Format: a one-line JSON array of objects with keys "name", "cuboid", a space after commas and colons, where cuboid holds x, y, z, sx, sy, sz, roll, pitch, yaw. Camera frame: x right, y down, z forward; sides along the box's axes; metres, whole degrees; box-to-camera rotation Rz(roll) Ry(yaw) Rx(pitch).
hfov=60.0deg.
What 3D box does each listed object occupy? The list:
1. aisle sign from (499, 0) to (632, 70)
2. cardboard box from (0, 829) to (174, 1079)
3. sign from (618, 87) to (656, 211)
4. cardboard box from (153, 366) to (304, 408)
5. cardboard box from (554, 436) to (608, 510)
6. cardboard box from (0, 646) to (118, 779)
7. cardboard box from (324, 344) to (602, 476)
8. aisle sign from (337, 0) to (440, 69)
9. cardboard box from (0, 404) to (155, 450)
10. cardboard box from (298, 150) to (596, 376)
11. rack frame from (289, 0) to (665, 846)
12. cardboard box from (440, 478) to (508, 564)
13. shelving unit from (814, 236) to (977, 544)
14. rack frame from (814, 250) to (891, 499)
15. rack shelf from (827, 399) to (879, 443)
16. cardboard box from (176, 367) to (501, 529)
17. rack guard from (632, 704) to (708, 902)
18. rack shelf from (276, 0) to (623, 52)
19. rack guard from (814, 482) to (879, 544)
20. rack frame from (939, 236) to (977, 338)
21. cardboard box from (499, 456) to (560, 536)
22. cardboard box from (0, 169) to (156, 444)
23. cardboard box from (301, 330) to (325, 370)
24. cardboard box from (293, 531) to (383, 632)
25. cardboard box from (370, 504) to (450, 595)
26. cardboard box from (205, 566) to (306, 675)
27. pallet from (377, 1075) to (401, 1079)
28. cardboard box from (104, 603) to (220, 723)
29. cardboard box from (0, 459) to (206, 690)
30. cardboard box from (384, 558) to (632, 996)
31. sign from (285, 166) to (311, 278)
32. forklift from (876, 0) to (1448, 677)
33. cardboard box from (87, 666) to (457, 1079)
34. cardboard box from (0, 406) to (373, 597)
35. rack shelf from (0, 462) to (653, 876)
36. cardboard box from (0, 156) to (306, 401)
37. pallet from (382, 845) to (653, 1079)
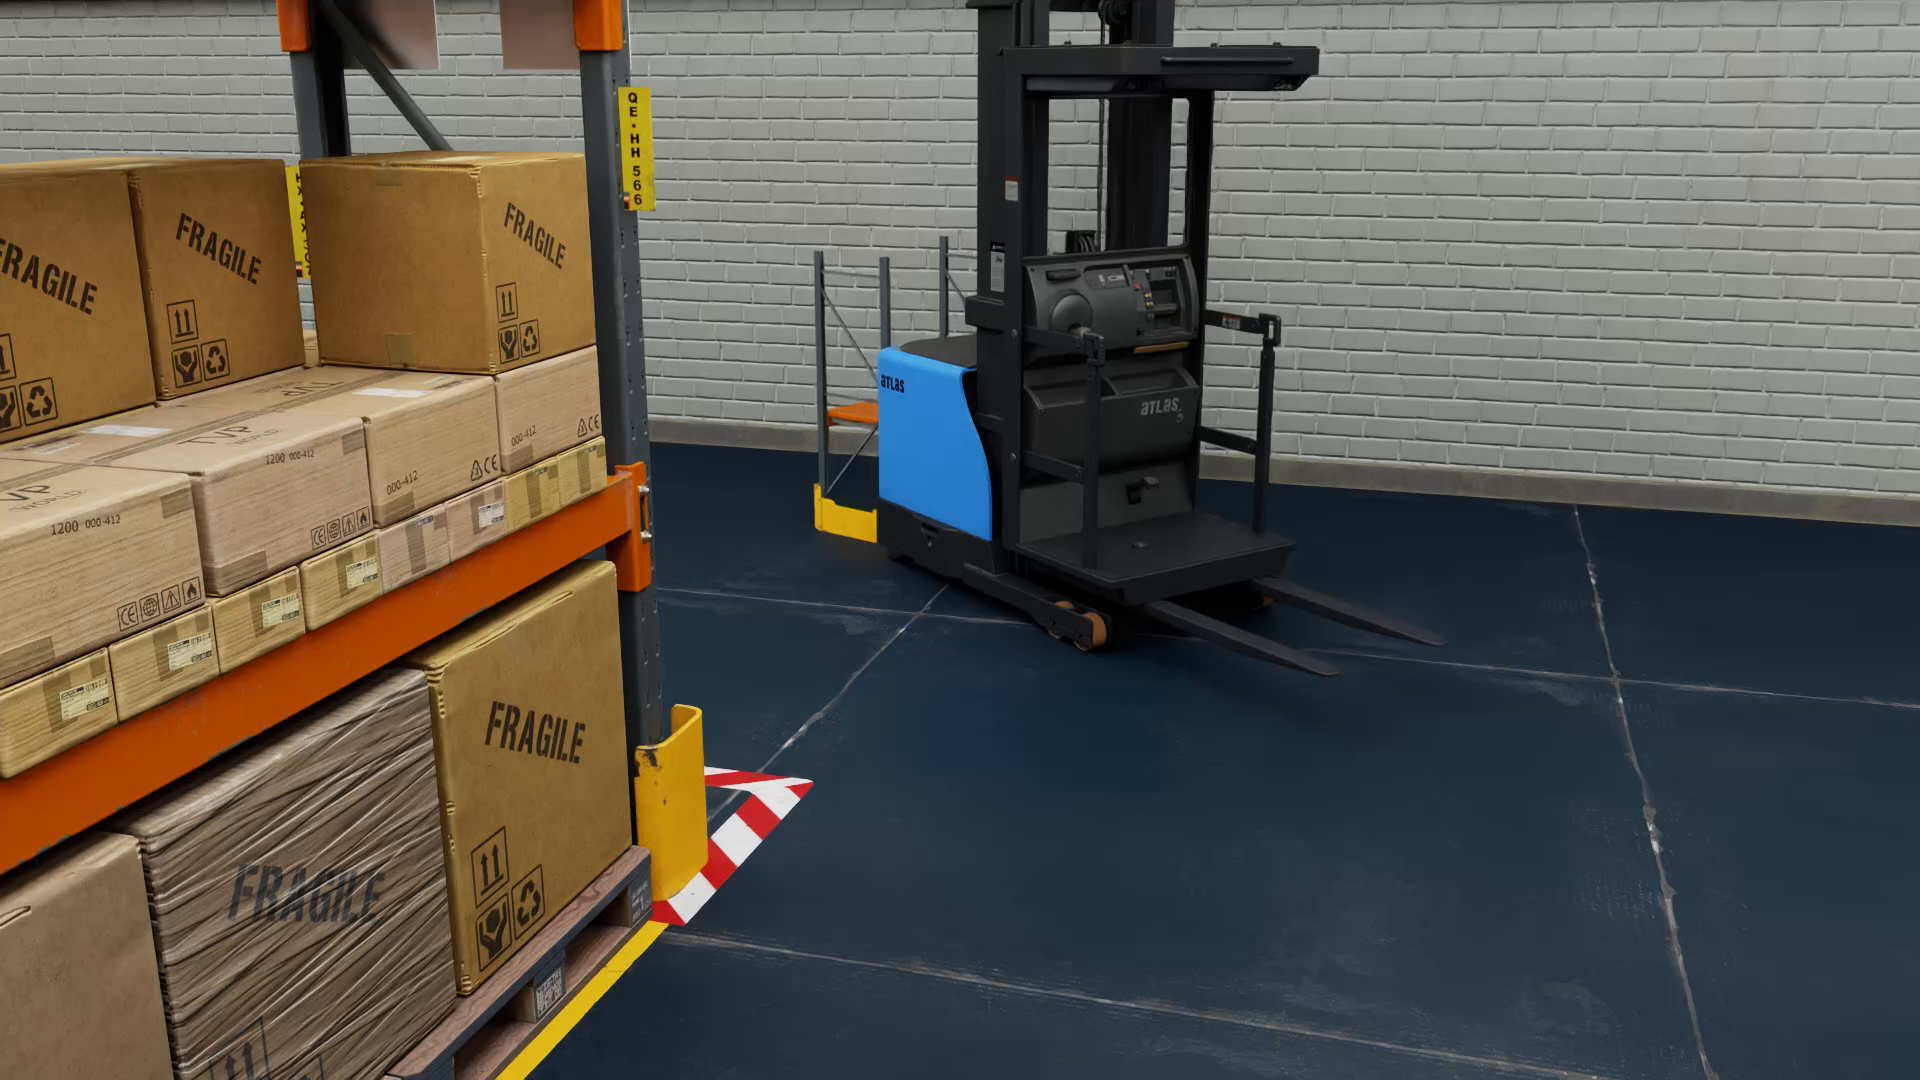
[{"name": "aisle sign", "cuboid": [-1.088, -1.681, 4.495, 0.394, 0.787, 0.004, 5, 16, 16]}, {"name": "cardboard box", "cuboid": [-2.013, 1.030, 2.826, 0.875, 0.875, 0.875, 5, 16, 16]}, {"name": "sign", "cuboid": [-0.880, -1.060, 4.514, 0.100, 0.325, 0.005, 5, 16, 16]}, {"name": "cardboard box", "cuboid": [-1.933, -0.265, 3.996, 0.500, 0.250, 0.500, 4, 16, 15]}, {"name": "cardboard box", "cuboid": [-1.182, -0.195, 4.482, 0.380, 0.149, 0.250, 5, 17, 17]}, {"name": "cardboard box", "cuboid": [-1.688, 0.273, 2.831, 0.380, 0.149, 0.250, 4, 16, 14]}, {"name": "cardboard box", "cuboid": [-1.279, -0.359, 4.326, 0.500, 0.250, 0.500, 4, 16, 15]}, {"name": "aisle sign", "cuboid": [-1.663, -1.728, 4.660, 0.394, 0.787, 0.004, 5, 16, 16]}, {"name": "cardboard box", "cuboid": [-2.079, -0.134, 3.533, 0.500, 0.250, 0.500, 4, 16, 14]}, {"name": "cardboard box", "cuboid": [-1.282, -0.719, 4.222, 0.500, 0.500, 0.500, 5, 17, 17]}, {"name": "rack frame", "cuboid": [-1.396, -0.435, 4.866, 1.000, 3.000, 0.127, 5, 16, 16]}, {"name": "cardboard box", "cuboid": [-1.327, -0.061, 4.009, 0.380, 0.149, 0.250, 5, 16, 16]}, {"name": "shelving unit", "cuboid": [-0.229, -0.846, 9.065, 0.587, 1.500, 1.083, 13, 20, 37]}, {"name": "rack frame", "cuboid": [-0.555, -0.737, 8.679, 0.500, 1.500, 0.032, 13, 20, 37]}, {"name": "rack shelf", "cuboid": [-0.234, -0.672, 9.108, 0.538, 0.185, 1.000, 13, 20, 37]}, {"name": "cardboard box", "cuboid": [-1.424, -0.226, 3.858, 0.500, 0.250, 0.500, 4, 16, 15]}, {"name": "rack guard", "cuboid": [-1.389, 0.761, 5.229, 1.175, 0.500, 0.348, 5, 16, 16]}, {"name": "rack shelf", "cuboid": [-1.964, -1.009, 2.710, 1.077, 0.370, 4.000, 5, 16, 16]}, {"name": "rack guard", "cuboid": [-0.543, -0.140, 8.864, 0.587, 0.250, 0.087, 13, 20, 37]}, {"name": "rack frame", "cuboid": [0.087, -0.952, 9.438, 0.500, 1.500, 0.032, 13, 20, 37]}, {"name": "cardboard box", "cuboid": [-1.254, -0.127, 4.241, 0.380, 0.149, 0.250, 5, 17, 16]}, {"name": "cardboard box", "cuboid": [-2.075, -0.495, 3.434, 0.500, 0.500, 0.500, 4, 16, 14]}, {"name": "cardboard box", "cuboid": [-1.791, -0.401, 4.477, 0.500, 0.250, 0.500, 4, 16, 14]}, {"name": "cardboard box", "cuboid": [-1.470, 0.072, 3.539, 0.380, 0.149, 0.250, 4, 16, 15]}, {"name": "cardboard box", "cuboid": [-1.398, 0.004, 3.779, 0.380, 0.149, 0.250, 5, 17, 17]}, {"name": "cardboard box", "cuboid": [-1.544, 0.140, 3.300, 0.380, 0.149, 0.250, 5, 16, 16]}, {"name": "pallet", "cuboid": [-1.897, 1.440, 3.366, 1.003, 0.211, 1.213, 5, 16, 16]}, {"name": "cardboard box", "cuboid": [-1.616, 0.205, 3.072, 0.380, 0.149, 0.250, 5, 17, 17]}, {"name": "cardboard box", "cuboid": [-1.712, 0.044, 2.907, 0.500, 0.250, 0.500, 5, 16, 16]}, {"name": "cardboard box", "cuboid": [-1.501, 0.559, 4.486, 0.875, 0.875, 0.875, 5, 16, 16]}, {"name": "sign", "cuboid": [-1.926, -0.934, 4.894, 0.100, 0.325, 0.005, 5, 16, 16]}, {"name": "forklift", "cuboid": [0.812, -1.081, 7.269, 1.130, 2.935, 3.031, -10, 19, -32]}, {"name": "cardboard box", "cuboid": [-1.760, 0.797, 3.647, 0.875, 0.875, 0.875, 5, 16, 16]}, {"name": "cardboard box", "cuboid": [-1.568, -0.093, 3.389, 0.500, 0.250, 0.500, 4, 16, 14]}, {"name": "rack shelf", "cuboid": [-1.964, 0.434, 3.119, 1.077, 0.370, 4.000, 5, 16, 16]}, {"name": "cardboard box", "cuboid": [-1.933, -0.631, 3.913, 0.500, 0.500, 0.500, 4, 16, 15]}, {"name": "pallet", "cuboid": [-1.548, 1.122, 4.487, 1.003, 0.211, 1.213, 5, 16, 16]}]
